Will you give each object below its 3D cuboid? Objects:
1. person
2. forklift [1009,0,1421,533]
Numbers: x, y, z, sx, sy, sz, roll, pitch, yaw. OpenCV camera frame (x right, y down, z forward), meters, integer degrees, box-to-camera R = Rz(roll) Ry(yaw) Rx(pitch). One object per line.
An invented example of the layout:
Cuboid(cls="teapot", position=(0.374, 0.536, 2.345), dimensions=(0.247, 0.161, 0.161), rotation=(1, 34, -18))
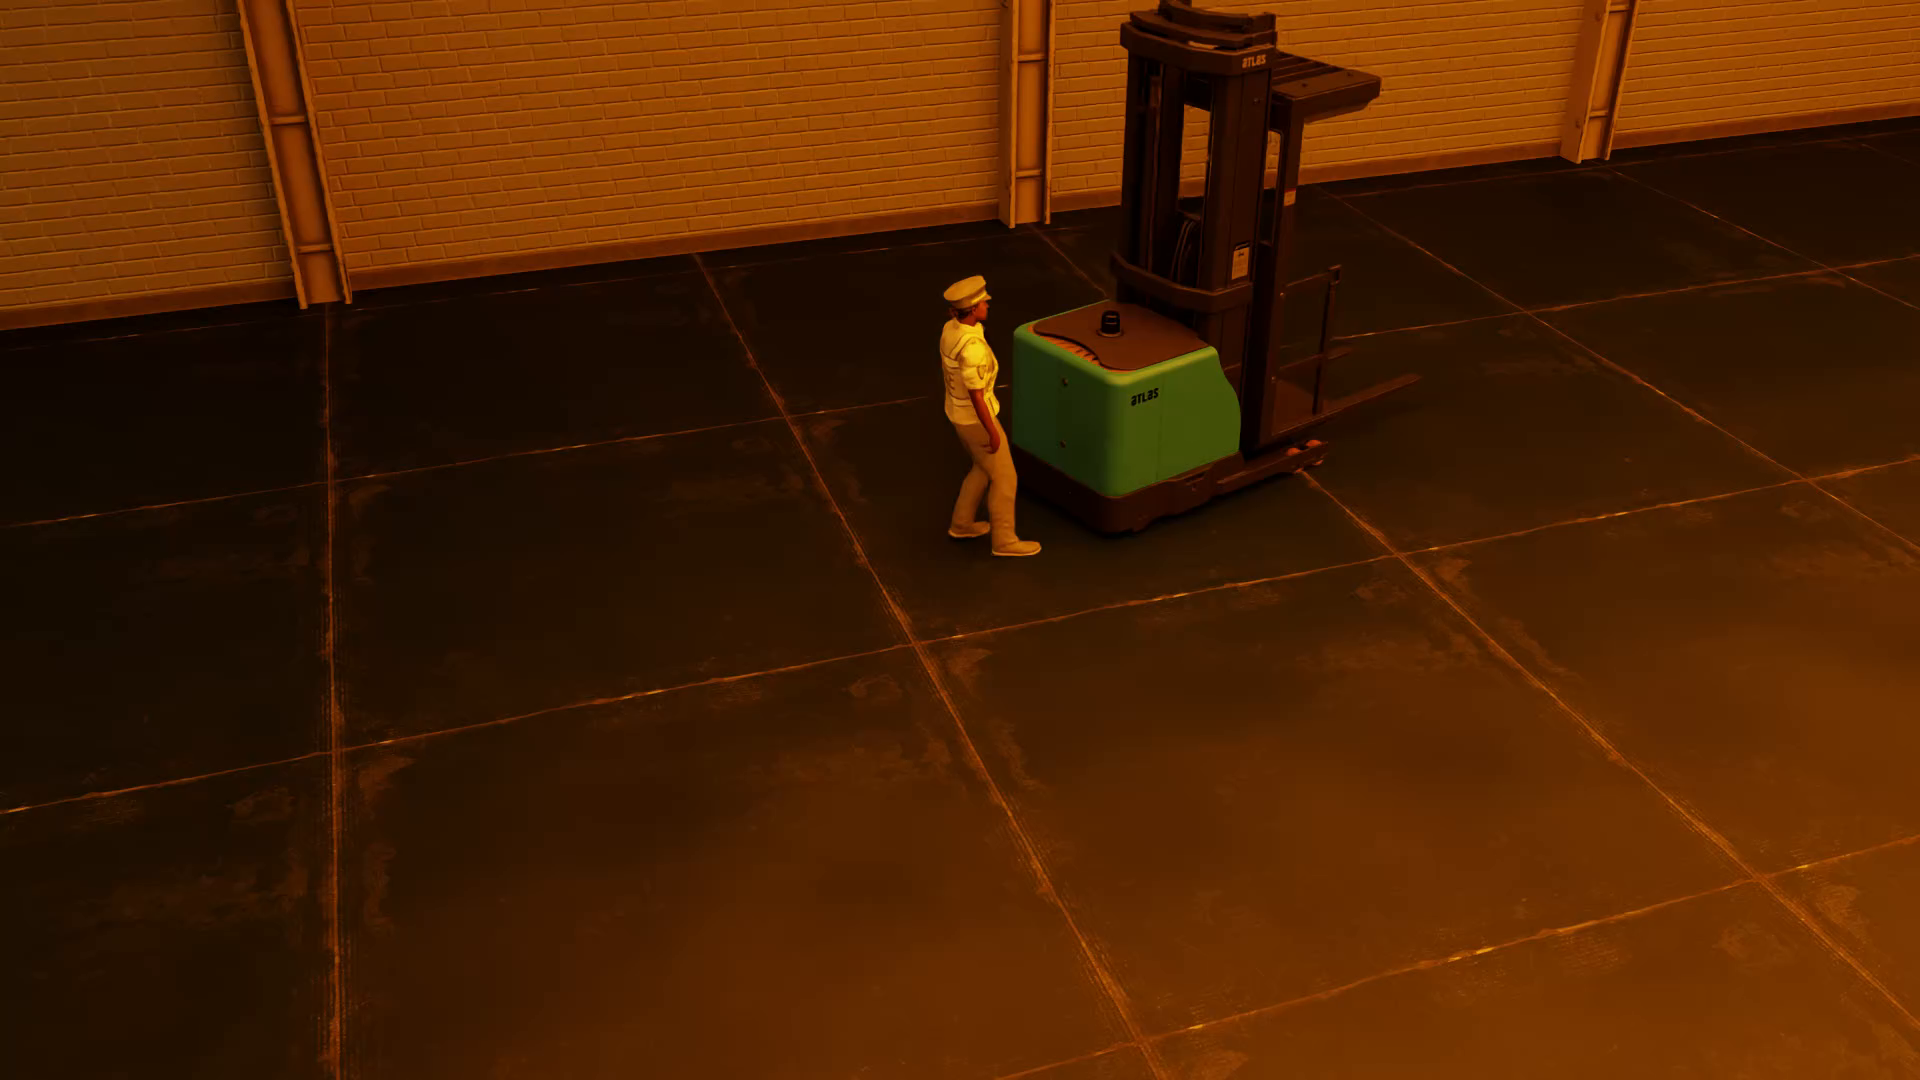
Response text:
Cuboid(cls="person", position=(0.166, -0.731, 9.662), dimensions=(0.545, 1.670, 0.594), rotation=(-6, 31, -11))
Cuboid(cls="forklift", position=(1.793, -1.890, 10.372), dimensions=(3.031, 2.935, 1.130), rotation=(-20, 36, -31))
